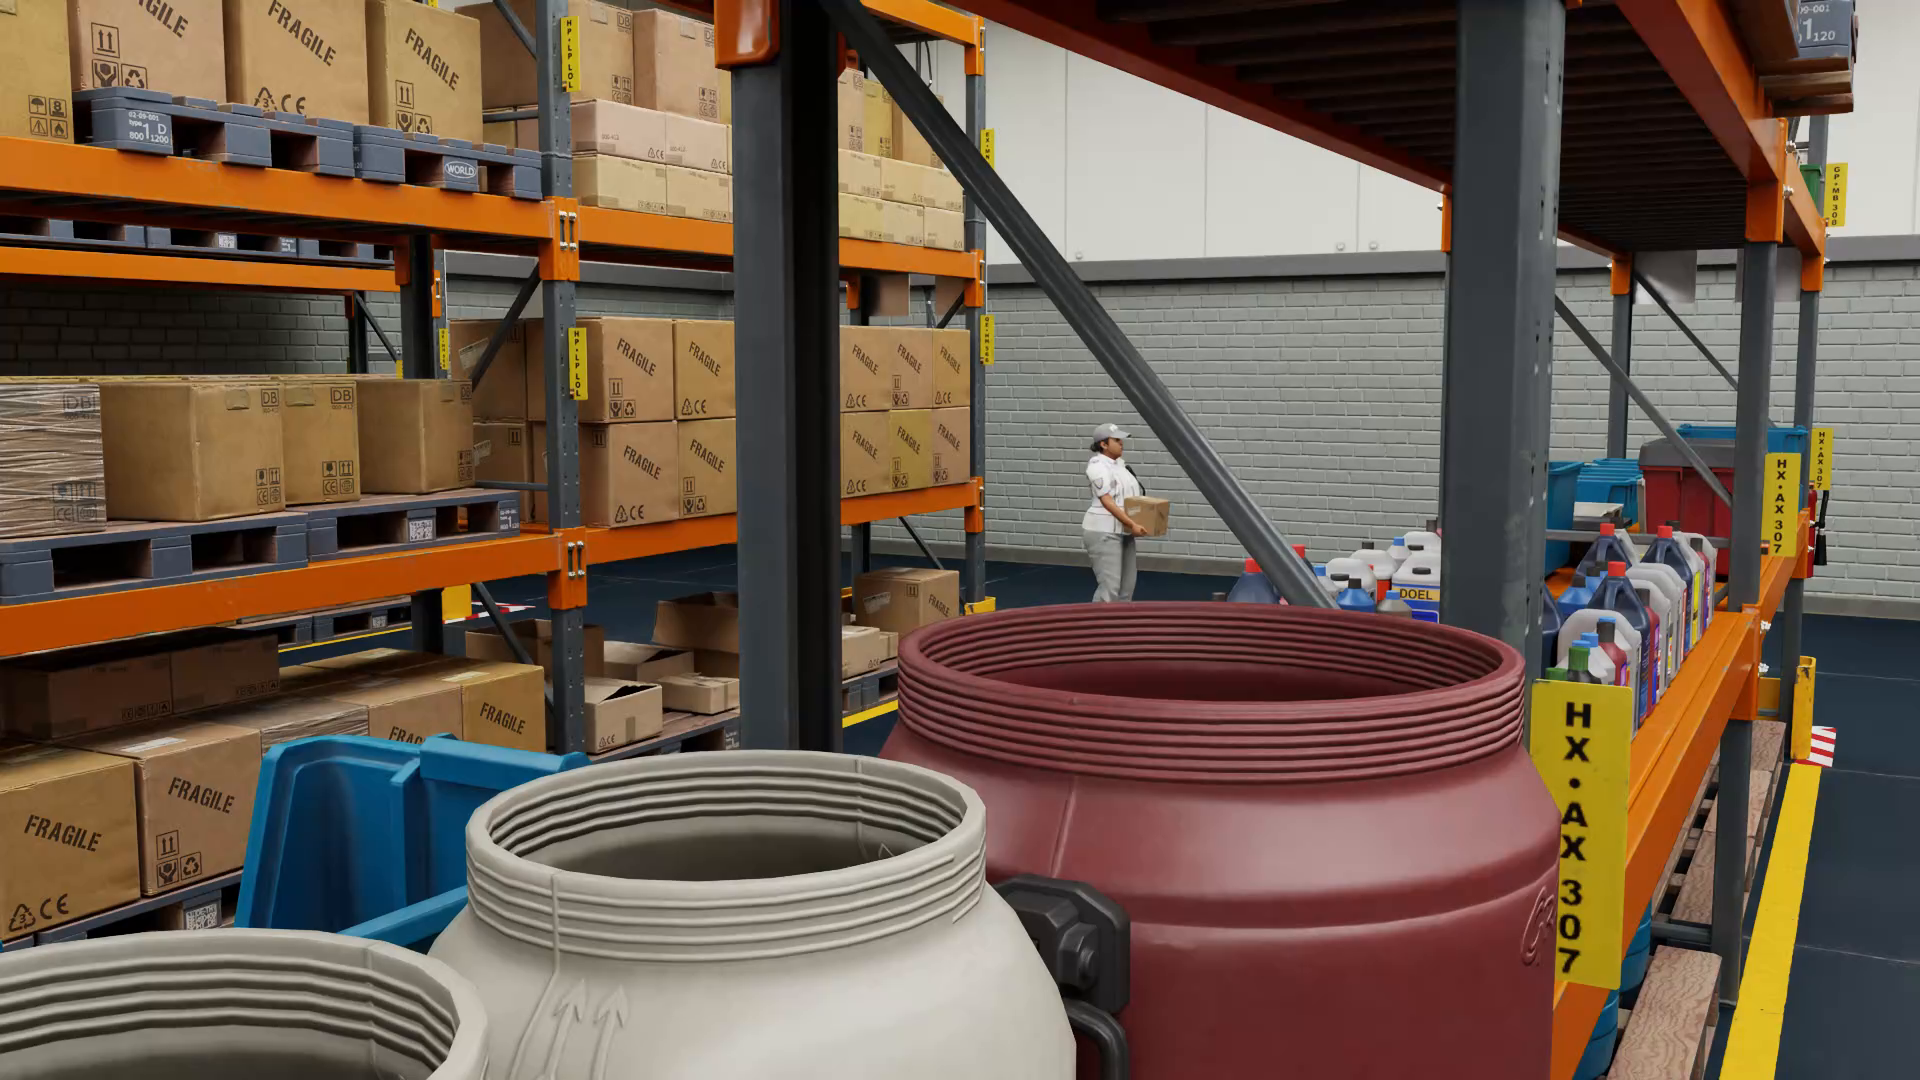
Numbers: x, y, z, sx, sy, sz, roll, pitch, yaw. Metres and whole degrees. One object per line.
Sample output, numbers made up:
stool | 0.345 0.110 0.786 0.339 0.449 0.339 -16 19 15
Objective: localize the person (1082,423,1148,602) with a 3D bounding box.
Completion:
person | 1.172 -0.018 12.083 0.535 1.655 0.454 3 7 30
